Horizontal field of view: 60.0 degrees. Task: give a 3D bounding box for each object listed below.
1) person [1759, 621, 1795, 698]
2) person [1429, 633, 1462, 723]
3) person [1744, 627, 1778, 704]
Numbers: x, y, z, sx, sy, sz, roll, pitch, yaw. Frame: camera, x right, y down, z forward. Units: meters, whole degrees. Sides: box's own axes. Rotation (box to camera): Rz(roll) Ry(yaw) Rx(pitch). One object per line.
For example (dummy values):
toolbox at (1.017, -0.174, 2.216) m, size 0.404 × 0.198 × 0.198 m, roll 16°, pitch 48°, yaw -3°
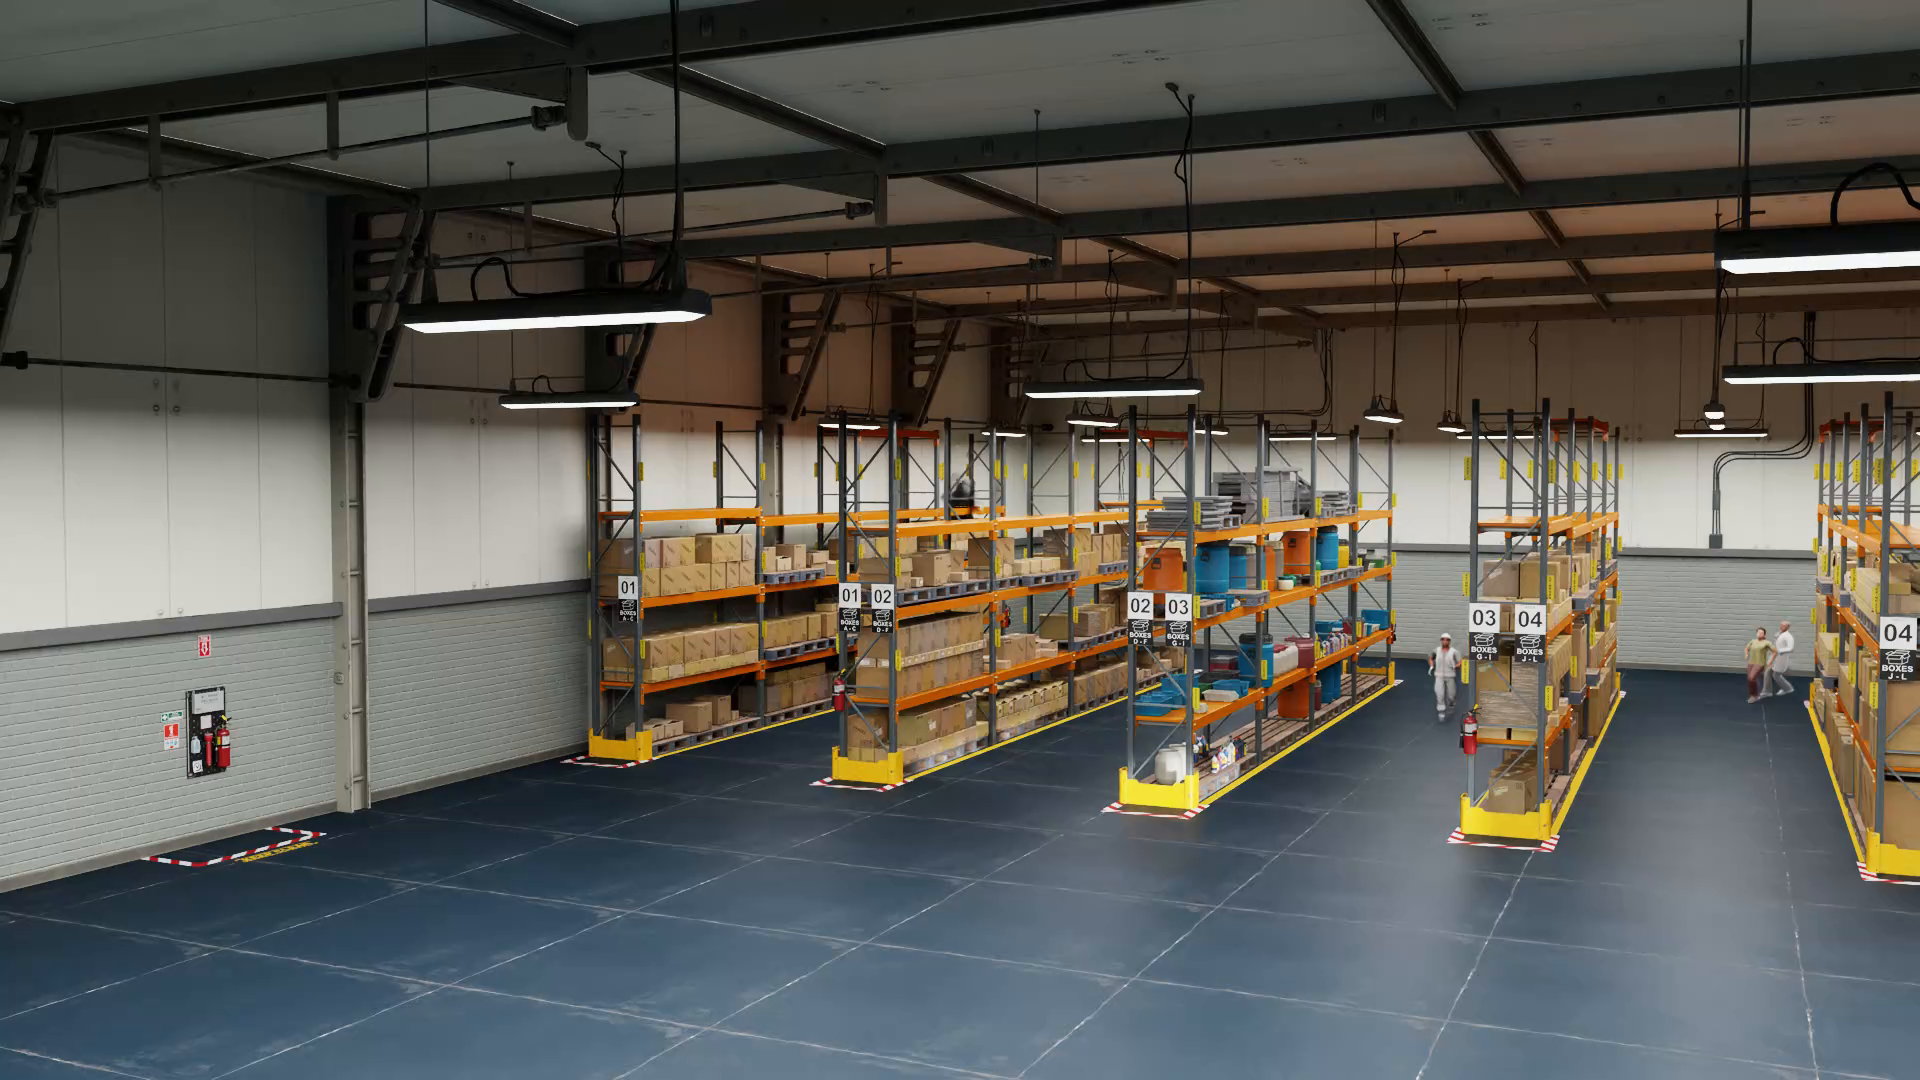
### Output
person at (18.043, 2.639, 36.559) m, size 0.826 × 1.752 × 0.761 m, roll 0°, pitch 2°, yaw -2°
person at (9.698, 2.751, 33.238) m, size 0.670 × 1.764 × 0.914 m, roll 1°, pitch 3°, yaw 22°
person at (17.185, 2.706, 35.818) m, size 0.607 × 1.651 × 0.645 m, roll -1°, pitch 3°, yaw -32°
